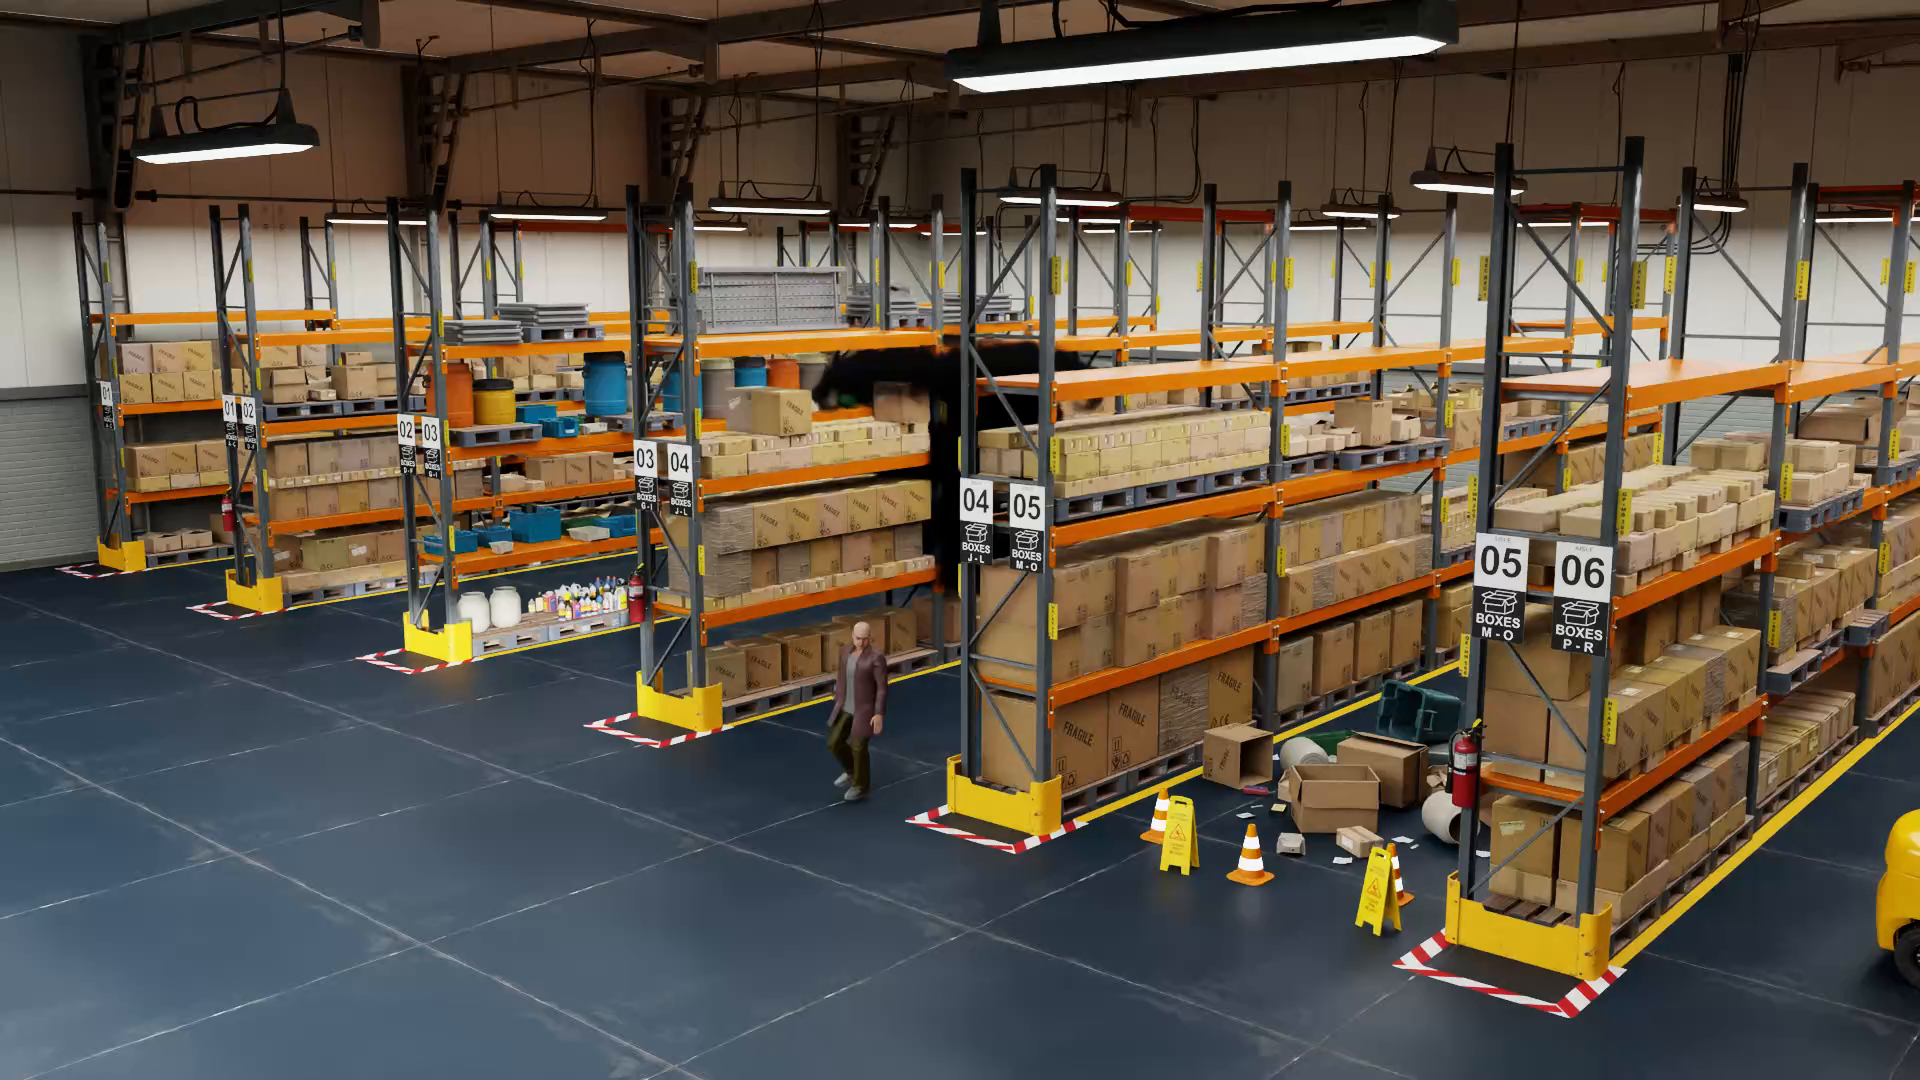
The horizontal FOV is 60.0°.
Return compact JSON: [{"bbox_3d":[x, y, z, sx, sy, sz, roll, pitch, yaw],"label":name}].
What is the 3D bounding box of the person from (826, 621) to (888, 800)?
[{"bbox_3d":[-0.981,1.626,16.032,0.700,1.757,0.530,6,11,32],"label":"person"}]
